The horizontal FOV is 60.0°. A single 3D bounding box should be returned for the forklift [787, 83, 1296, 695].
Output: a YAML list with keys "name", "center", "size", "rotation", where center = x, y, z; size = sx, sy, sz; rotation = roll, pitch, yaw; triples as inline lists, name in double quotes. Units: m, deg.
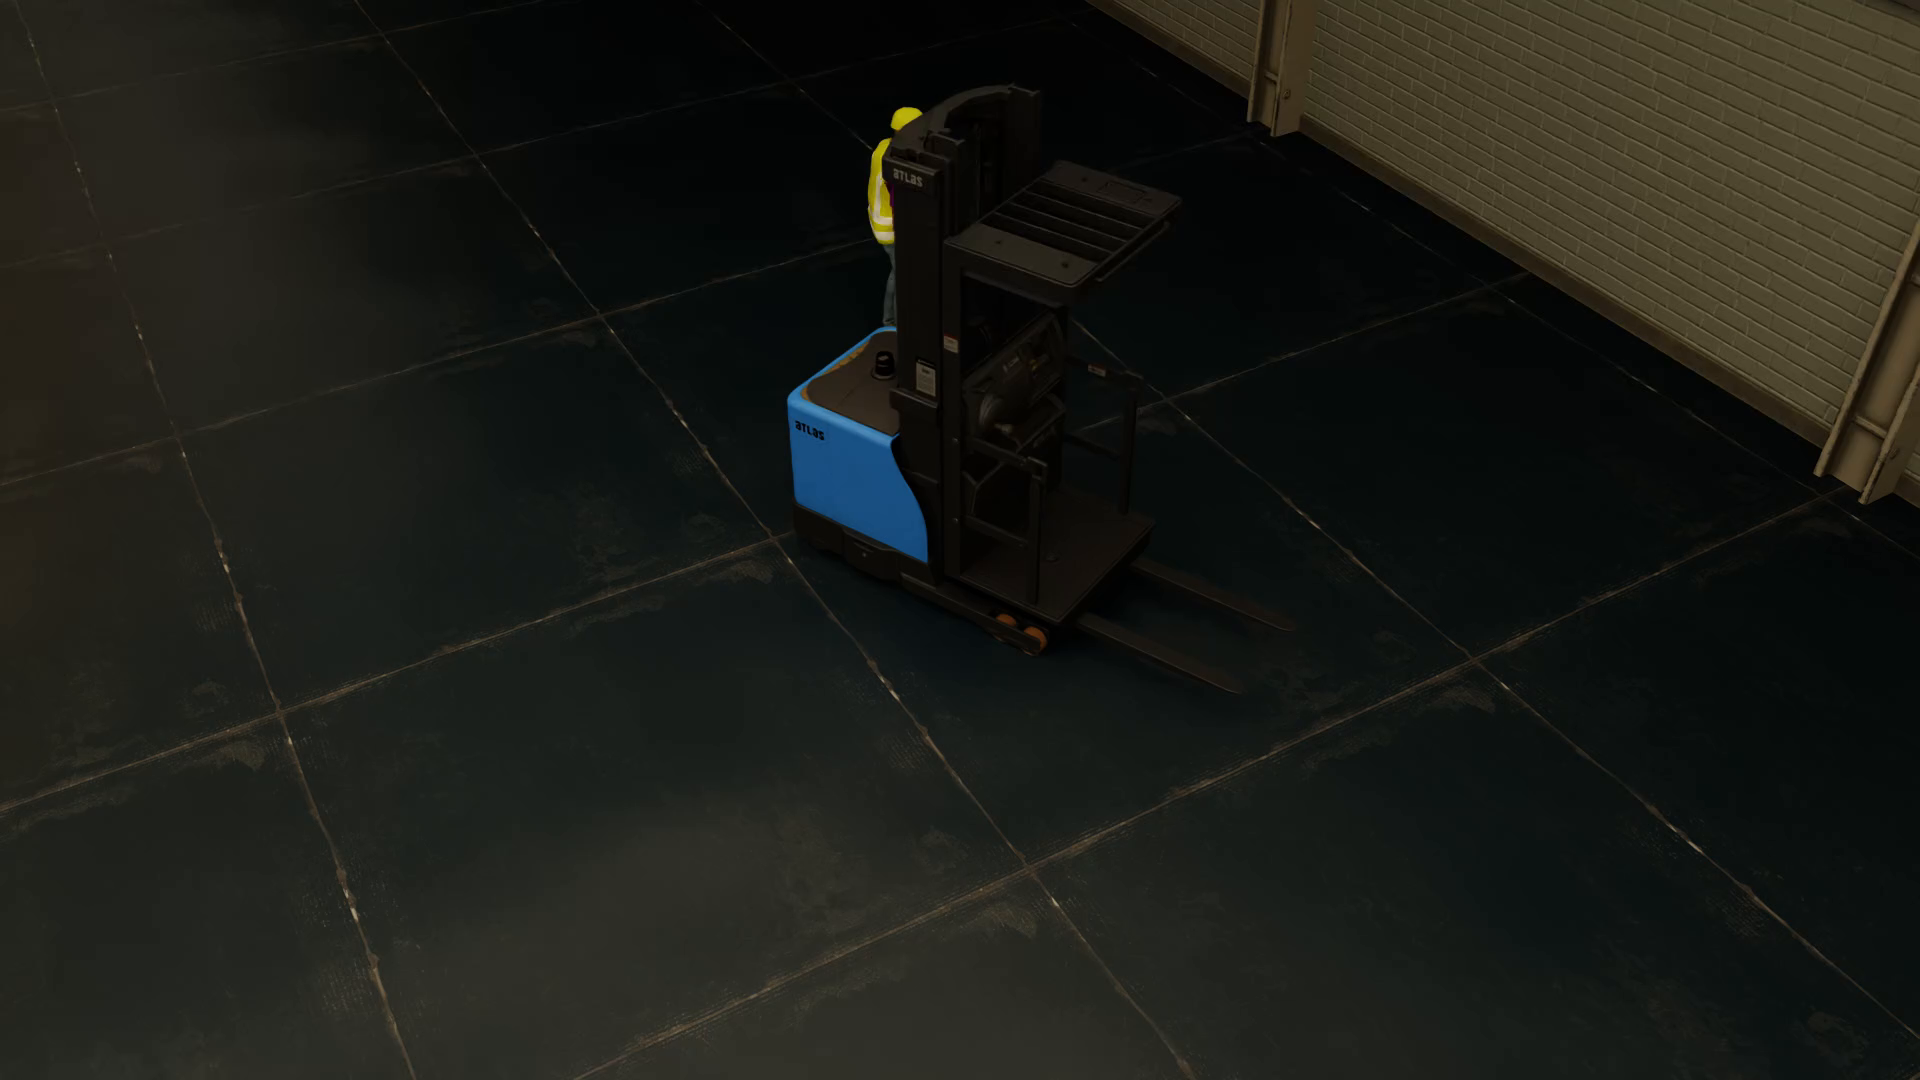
- name: "forklift"
  center: [0.473, -0.853, 9.065]
  size: [3.031, 2.935, 1.130]
  rotation: [24, 45, 26]

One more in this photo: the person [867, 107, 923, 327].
- name: "person"
  center: [-0.399, -2.167, 11.569]
  size: [0.458, 1.759, 0.643]
  rotation: [-8, 40, -9]
